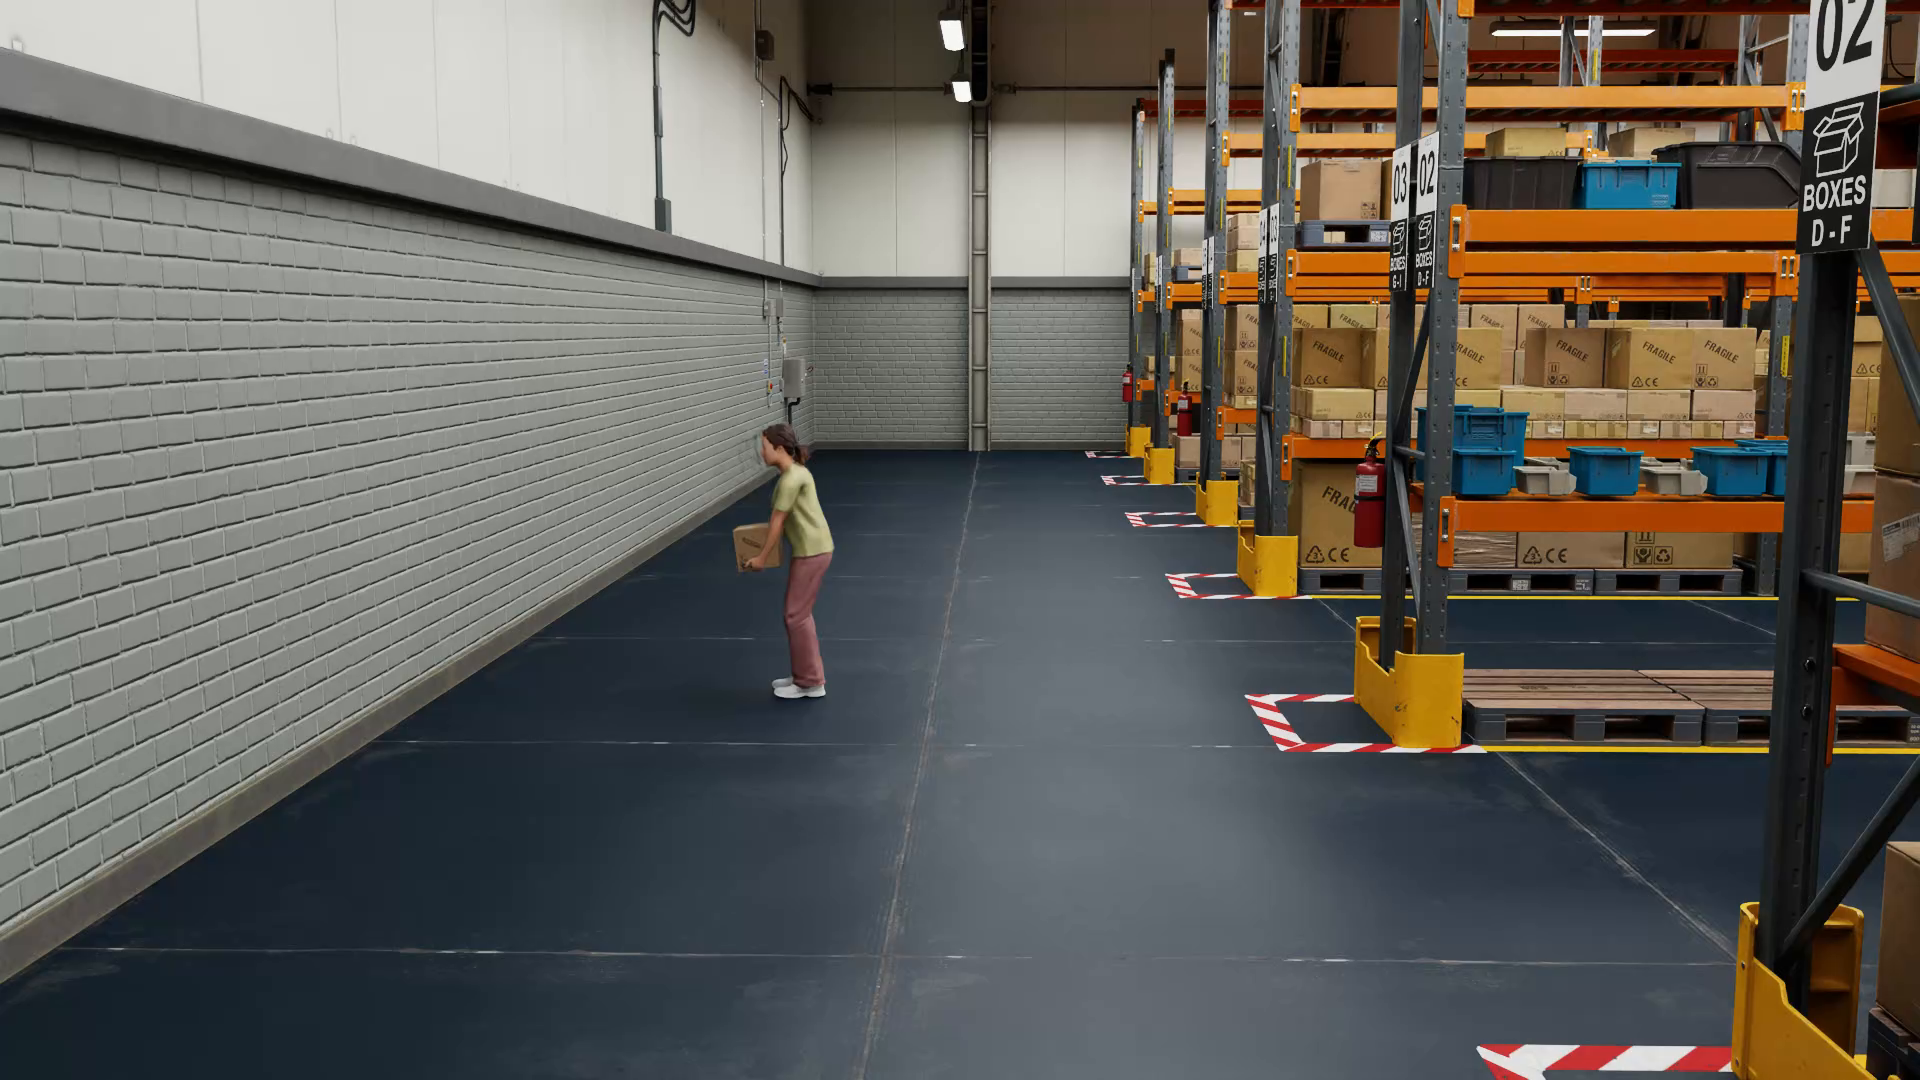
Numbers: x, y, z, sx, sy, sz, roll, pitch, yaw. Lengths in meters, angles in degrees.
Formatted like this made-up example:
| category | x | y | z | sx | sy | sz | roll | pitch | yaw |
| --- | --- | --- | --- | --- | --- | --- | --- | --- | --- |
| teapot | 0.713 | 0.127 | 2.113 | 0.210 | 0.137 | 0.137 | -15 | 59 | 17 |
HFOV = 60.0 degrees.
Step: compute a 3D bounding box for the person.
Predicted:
| category | x | y | z | sx | sy | sz | roll | pitch | yaw |
| --- | --- | --- | --- | --- | --- | --- | --- | --- | --- |
| person | -1.021 | 0.119 | 9.998 | 0.522 | 1.644 | 0.408 | 0 | 7 | 0 |
